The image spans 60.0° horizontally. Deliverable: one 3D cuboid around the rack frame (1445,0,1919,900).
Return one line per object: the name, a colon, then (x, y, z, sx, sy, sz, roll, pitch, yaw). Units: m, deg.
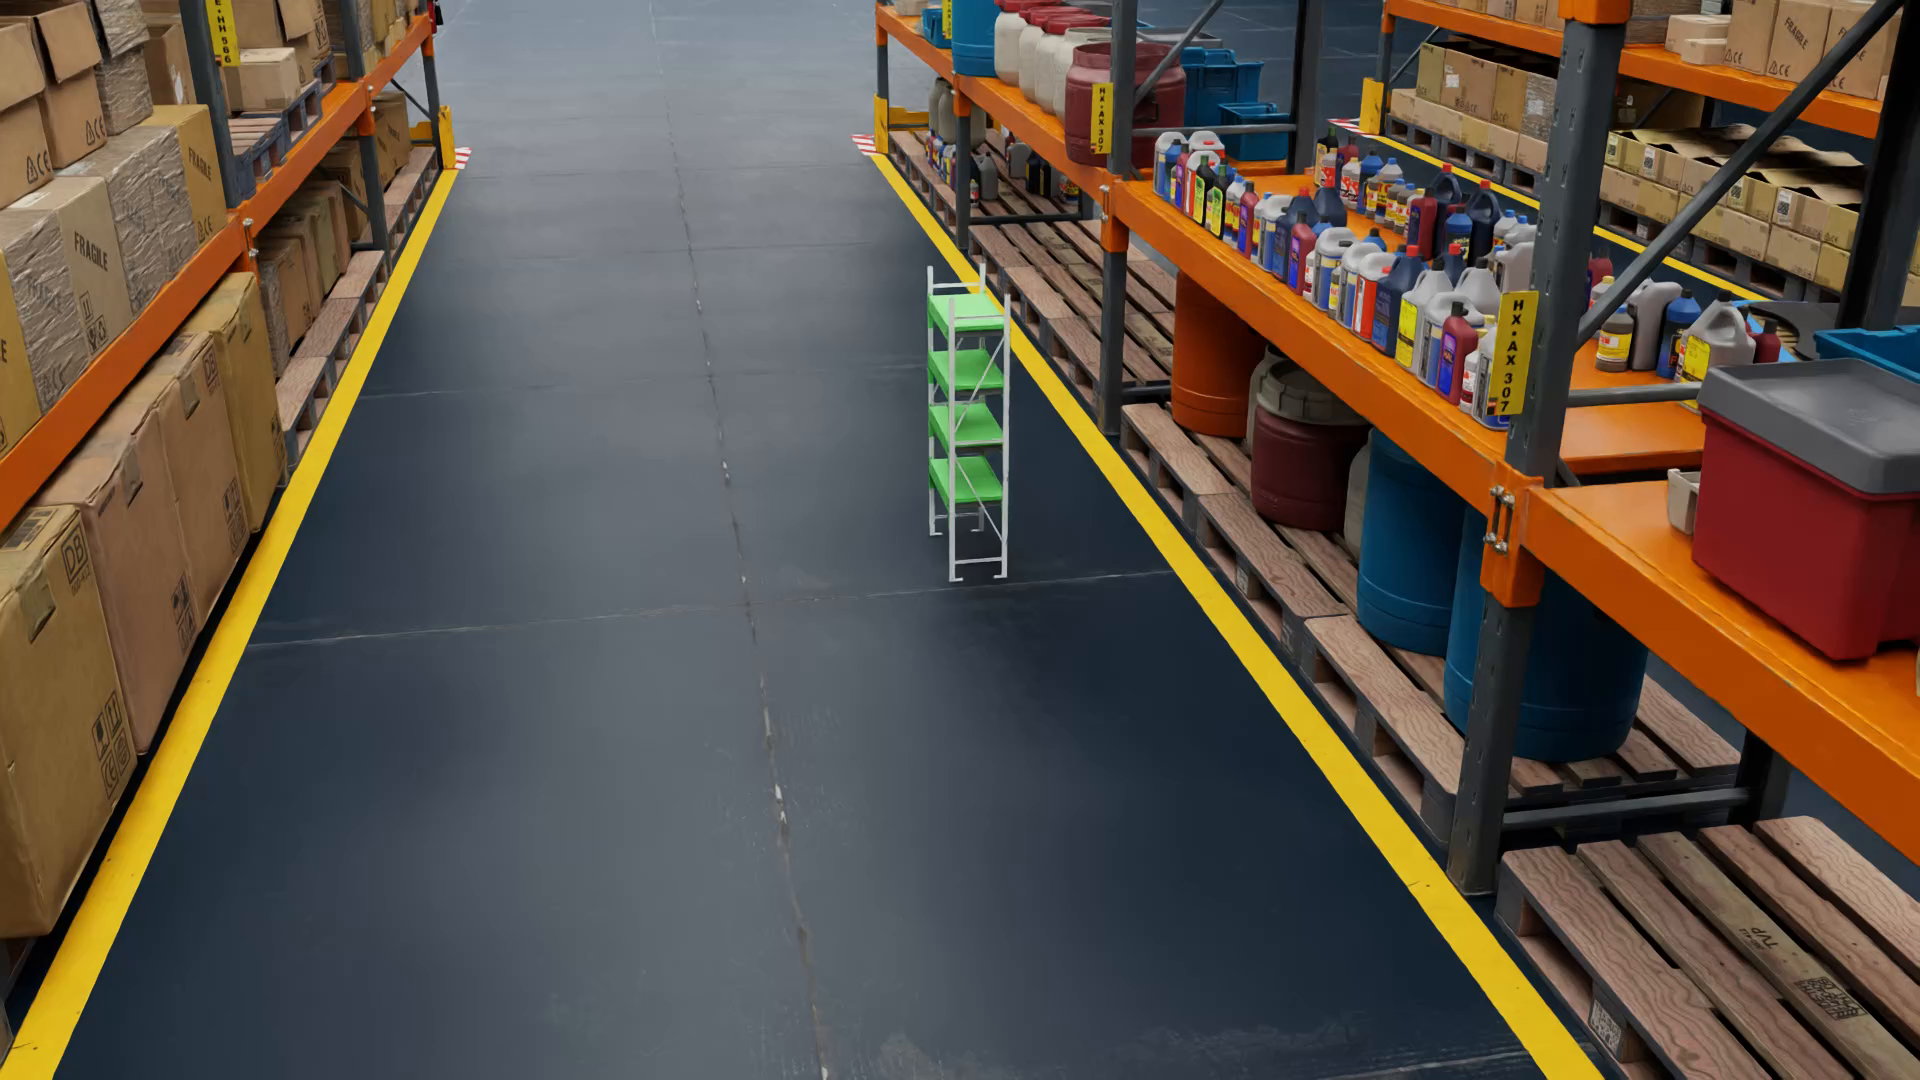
rack frame: (1.949, -0.388, 4.389, 1.000, 3.000, 0.127, -4, 24, -10)

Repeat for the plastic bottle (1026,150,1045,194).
plastic bottle: (0.587, -2.859, 12.809, 0.144, 0.351, 0.185, -4, 24, -10)

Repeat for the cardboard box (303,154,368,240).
cardboard box: (-4.432, -2.375, 11.538, 0.500, 0.500, 0.500, -5, 24, -11)

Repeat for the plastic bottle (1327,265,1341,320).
plastic bottle: (1.325, -0.866, 5.734, 0.097, 0.201, 0.097, 0, 24, 0)

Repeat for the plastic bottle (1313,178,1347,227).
plastic bottle: (1.379, -1.200, 6.311, 0.144, 0.351, 0.185, -4, 24, -10)

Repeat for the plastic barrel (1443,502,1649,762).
plastic barrel: (1.866, 0.166, 5.218, 0.600, 0.901, 0.708, -4, 24, -10)

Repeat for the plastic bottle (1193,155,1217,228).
plastic bottle: (1.038, -1.475, 7.026, 0.061, 0.283, 0.133, -4, 24, -10)

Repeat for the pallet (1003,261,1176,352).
pallet: (0.882, -1.469, 10.351, 1.003, 0.211, 1.213, -4, 24, -10)

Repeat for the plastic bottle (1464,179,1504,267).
plastic bottle: (1.963, -1.170, 6.243, 0.144, 0.351, 0.185, -4, 24, -10)

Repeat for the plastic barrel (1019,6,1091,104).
plastic barrel: (0.567, -2.915, 10.008, 0.433, 0.535, 0.433, 0, 24, 0)

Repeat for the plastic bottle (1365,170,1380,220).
plastic bottle: (1.804, -1.490, 7.162, 0.097, 0.201, 0.097, 0, 24, 0)

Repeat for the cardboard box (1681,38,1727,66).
cardboard box: (5.302, -3.421, 11.648, 0.380, 0.149, 0.250, -4, 24, -10)

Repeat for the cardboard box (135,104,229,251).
cardboard box: (-3.323, -1.464, 6.730, 0.500, 0.500, 0.500, -4, 24, -8)

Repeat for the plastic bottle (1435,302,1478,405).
plastic bottle: (1.471, -0.553, 4.914, 0.061, 0.283, 0.133, -4, 24, -10)

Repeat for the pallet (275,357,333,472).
pallet: (-3.801, -0.624, 8.415, 1.003, 0.211, 1.213, -4, 24, -10)

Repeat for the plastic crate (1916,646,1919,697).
plastic crate: (2.051, 0.254, 2.995, 0.437, 0.282, 0.530, -4, 24, -10)

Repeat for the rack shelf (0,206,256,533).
rack shelf: (-3.288, -0.478, 5.495, 1.077, 0.370, 4.000, -4, 24, -10)

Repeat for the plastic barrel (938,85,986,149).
plastic barrel: (0.020, -3.710, 14.579, 0.421, 0.512, 0.421, 0, 24, 0)

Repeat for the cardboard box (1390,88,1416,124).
cardboard box: (4.480, -4.178, 15.978, 0.500, 0.250, 0.500, -4, 24, -10)

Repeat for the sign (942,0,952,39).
sign: (-0.073, -3.625, 11.456, 0.100, 0.325, 0.005, -4, 24, -10)

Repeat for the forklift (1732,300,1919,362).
forklift: (4.540, -1.080, 6.061, 3.031, 2.935, 1.130, 3, 24, 8)

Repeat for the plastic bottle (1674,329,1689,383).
plastic bottle: (2.237, -0.569, 5.053, 0.097, 0.201, 0.097, 0, 24, 0)

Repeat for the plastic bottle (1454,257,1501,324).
plastic bottle: (1.600, -0.713, 5.196, 0.144, 0.351, 0.185, -4, 24, -10)

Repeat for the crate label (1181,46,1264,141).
crate label: (1.292, -2.388, 8.925, 0.502, 0.435, 0.616, -4, 24, -10)

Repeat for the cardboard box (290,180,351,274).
cardboard box: (-4.305, -1.981, 10.611, 0.700, 0.500, 0.500, -6, 24, -14)

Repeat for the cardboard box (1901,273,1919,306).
cardboard box: (5.741, -1.447, 9.727, 0.500, 0.250, 0.500, -4, 24, -8)

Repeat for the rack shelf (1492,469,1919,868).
rack shelf: (2.319, 0.729, 2.732, 1.077, 0.370, 4.000, -4, 24, -10)

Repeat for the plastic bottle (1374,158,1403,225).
plastic bottle: (1.822, -1.484, 7.060, 0.097, 0.271, 0.097, 0, 24, 0)

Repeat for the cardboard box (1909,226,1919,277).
cardboard box: (5.740, -1.703, 9.612, 0.500, 0.311, 0.500, -4, 24, -8)

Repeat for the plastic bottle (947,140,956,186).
plastic bottle: (-0.027, -2.956, 13.031, 0.144, 0.351, 0.185, -4, 24, -10)

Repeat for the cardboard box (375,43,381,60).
cardboard box: (-4.304, -3.453, 11.721, 0.380, 0.149, 0.250, -4, 24, -10)

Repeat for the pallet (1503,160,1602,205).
pallet: (5.233, -2.937, 13.712, 1.003, 0.211, 1.213, -4, 24, -10)

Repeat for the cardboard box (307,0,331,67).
cardboard box: (-4.388, -3.312, 9.812, 1.000, 1.000, 1.000, -4, 24, -9)

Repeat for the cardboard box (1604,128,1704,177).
cardboard box: (5.170, -2.908, 12.370, 0.500, 0.311, 0.500, -4, 24, -10)

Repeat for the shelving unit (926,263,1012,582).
shelving unit: (0.031, -0.485, 6.861, 0.258, 1.200, 0.503, -4, 24, -10)

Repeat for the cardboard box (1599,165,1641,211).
cardboard box: (5.170, -2.655, 12.491, 0.500, 0.250, 0.500, -5, 24, -11)

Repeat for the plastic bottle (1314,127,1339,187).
plastic bottle: (1.704, -1.780, 7.723, 0.061, 0.283, 0.133, -4, 24, -10)

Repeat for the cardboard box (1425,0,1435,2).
cardboard box: (4.673, -5.334, 15.590, 0.700, 0.500, 0.500, -4, 24, -10)

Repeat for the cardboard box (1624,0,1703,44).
cardboard box: (5.250, -4.119, 12.809, 0.700, 0.500, 0.500, -5, 24, -11)

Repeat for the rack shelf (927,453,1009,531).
rack shelf: (0.031, -0.206, 6.982, 0.258, 0.148, 0.480, -4, 24, -10)

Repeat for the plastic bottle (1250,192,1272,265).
plastic bottle: (1.180, -1.206, 6.424, 0.097, 0.271, 0.097, 0, 24, 0)

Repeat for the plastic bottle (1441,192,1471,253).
plastic bottle: (1.914, -1.201, 6.397, 0.061, 0.283, 0.133, -4, 24, -10)

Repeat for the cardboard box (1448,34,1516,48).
cardboard box: (4.991, -4.560, 15.916, 0.500, 0.500, 0.500, -4, 24, -10)

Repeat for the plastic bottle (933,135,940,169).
plastic bottle: (-0.177, -3.188, 13.660, 0.097, 0.271, 0.097, 0, 24, 0)

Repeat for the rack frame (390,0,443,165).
rack frame: (-5.137, -4.741, 14.357, 1.000, 3.000, 0.127, -4, 24, -10)

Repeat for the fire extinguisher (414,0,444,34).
fire extinguisher: (-4.705, -4.785, 14.554, 0.296, 0.674, 0.183, -4, 24, -10)

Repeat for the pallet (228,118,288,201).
pallet: (-3.894, -1.779, 7.815, 1.213, 0.211, 1.003, -4, 24, -10)

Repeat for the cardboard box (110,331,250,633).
cardboard box: (-3.393, -0.189, 6.065, 1.225, 0.875, 0.875, -4, 24, -10)
